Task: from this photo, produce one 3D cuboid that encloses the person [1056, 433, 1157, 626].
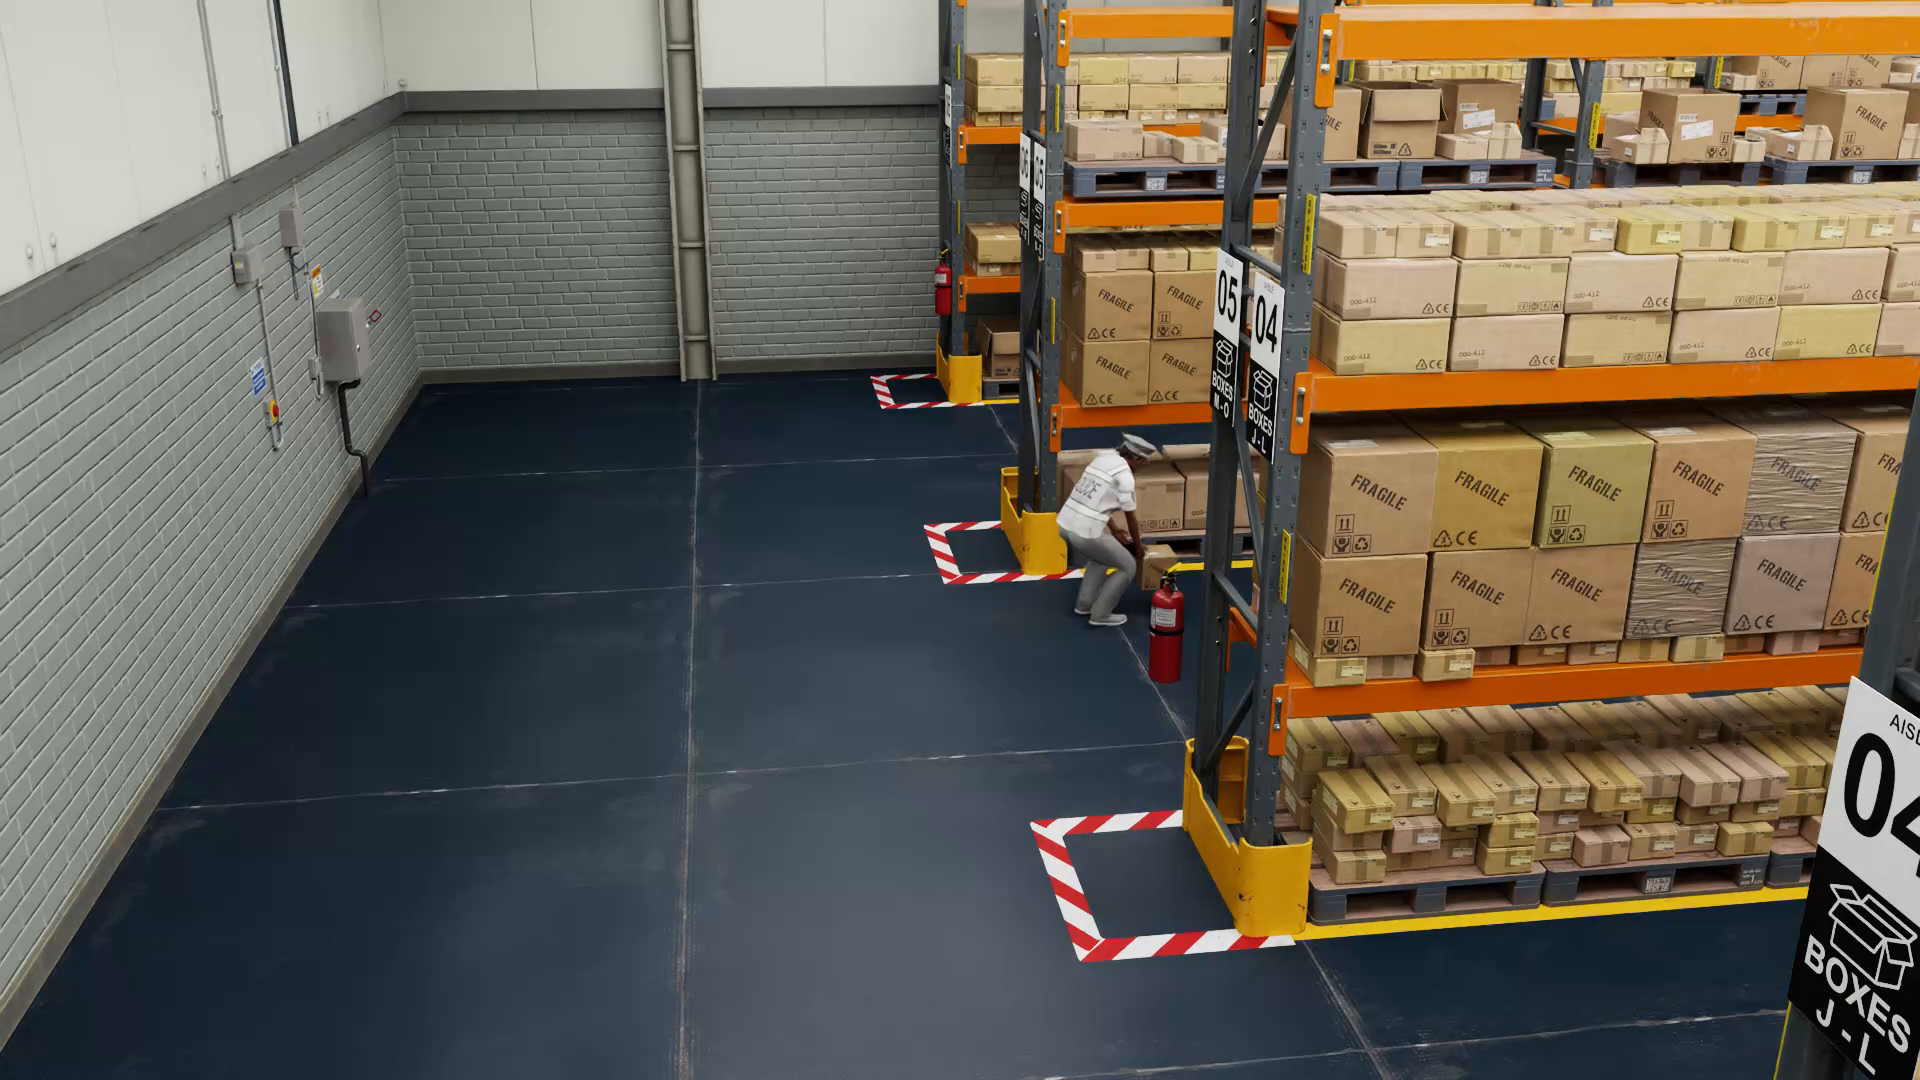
[{"bbox_3d":[1.029,-0.078,11.781,0.739,1.333,0.497,-8,22,-22],"label":"person"}]
